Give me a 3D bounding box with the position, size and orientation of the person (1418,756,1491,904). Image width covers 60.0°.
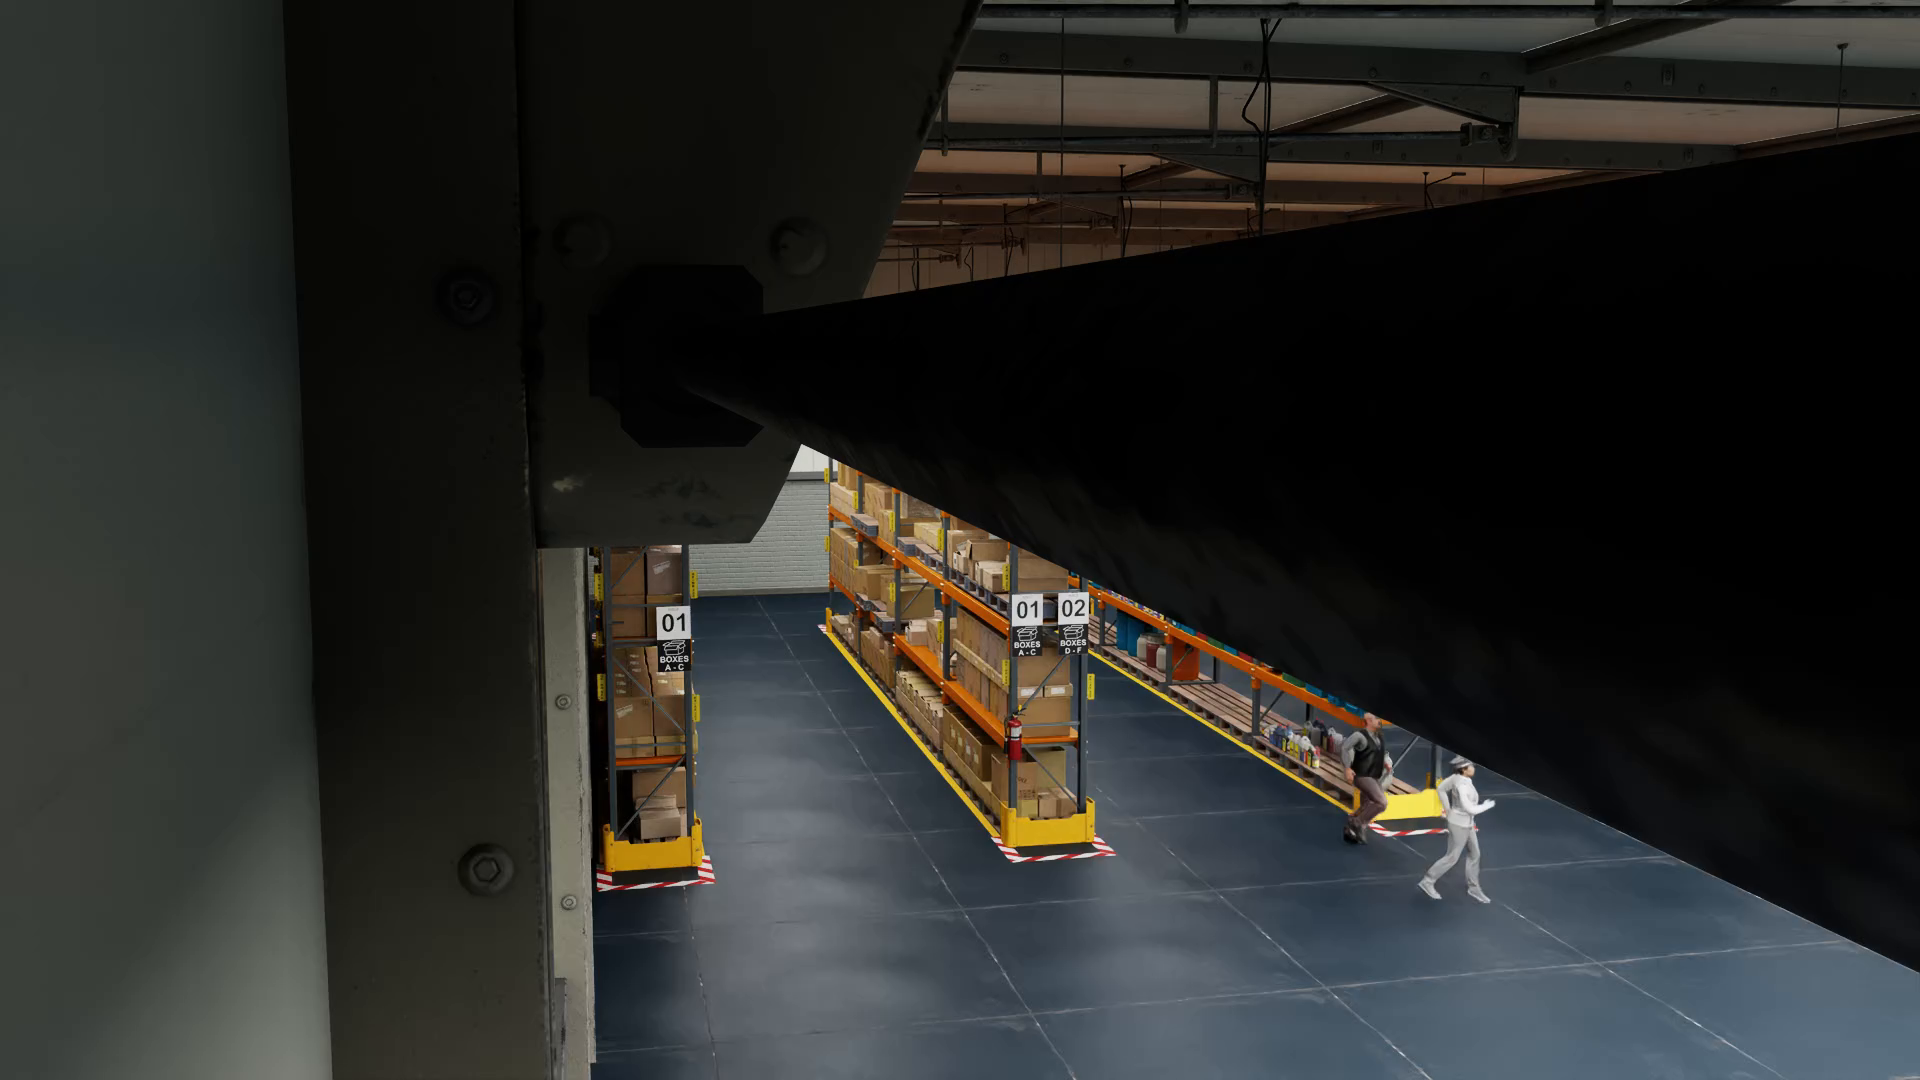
[{"bbox_3d":[5.616,3.259,18.777,0.795,1.747,0.370,2,7,12],"label":"person"}]

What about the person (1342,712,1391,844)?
[{"bbox_3d":[5.162,3.012,21.006,0.614,1.659,0.541,6,9,43],"label":"person"}]
